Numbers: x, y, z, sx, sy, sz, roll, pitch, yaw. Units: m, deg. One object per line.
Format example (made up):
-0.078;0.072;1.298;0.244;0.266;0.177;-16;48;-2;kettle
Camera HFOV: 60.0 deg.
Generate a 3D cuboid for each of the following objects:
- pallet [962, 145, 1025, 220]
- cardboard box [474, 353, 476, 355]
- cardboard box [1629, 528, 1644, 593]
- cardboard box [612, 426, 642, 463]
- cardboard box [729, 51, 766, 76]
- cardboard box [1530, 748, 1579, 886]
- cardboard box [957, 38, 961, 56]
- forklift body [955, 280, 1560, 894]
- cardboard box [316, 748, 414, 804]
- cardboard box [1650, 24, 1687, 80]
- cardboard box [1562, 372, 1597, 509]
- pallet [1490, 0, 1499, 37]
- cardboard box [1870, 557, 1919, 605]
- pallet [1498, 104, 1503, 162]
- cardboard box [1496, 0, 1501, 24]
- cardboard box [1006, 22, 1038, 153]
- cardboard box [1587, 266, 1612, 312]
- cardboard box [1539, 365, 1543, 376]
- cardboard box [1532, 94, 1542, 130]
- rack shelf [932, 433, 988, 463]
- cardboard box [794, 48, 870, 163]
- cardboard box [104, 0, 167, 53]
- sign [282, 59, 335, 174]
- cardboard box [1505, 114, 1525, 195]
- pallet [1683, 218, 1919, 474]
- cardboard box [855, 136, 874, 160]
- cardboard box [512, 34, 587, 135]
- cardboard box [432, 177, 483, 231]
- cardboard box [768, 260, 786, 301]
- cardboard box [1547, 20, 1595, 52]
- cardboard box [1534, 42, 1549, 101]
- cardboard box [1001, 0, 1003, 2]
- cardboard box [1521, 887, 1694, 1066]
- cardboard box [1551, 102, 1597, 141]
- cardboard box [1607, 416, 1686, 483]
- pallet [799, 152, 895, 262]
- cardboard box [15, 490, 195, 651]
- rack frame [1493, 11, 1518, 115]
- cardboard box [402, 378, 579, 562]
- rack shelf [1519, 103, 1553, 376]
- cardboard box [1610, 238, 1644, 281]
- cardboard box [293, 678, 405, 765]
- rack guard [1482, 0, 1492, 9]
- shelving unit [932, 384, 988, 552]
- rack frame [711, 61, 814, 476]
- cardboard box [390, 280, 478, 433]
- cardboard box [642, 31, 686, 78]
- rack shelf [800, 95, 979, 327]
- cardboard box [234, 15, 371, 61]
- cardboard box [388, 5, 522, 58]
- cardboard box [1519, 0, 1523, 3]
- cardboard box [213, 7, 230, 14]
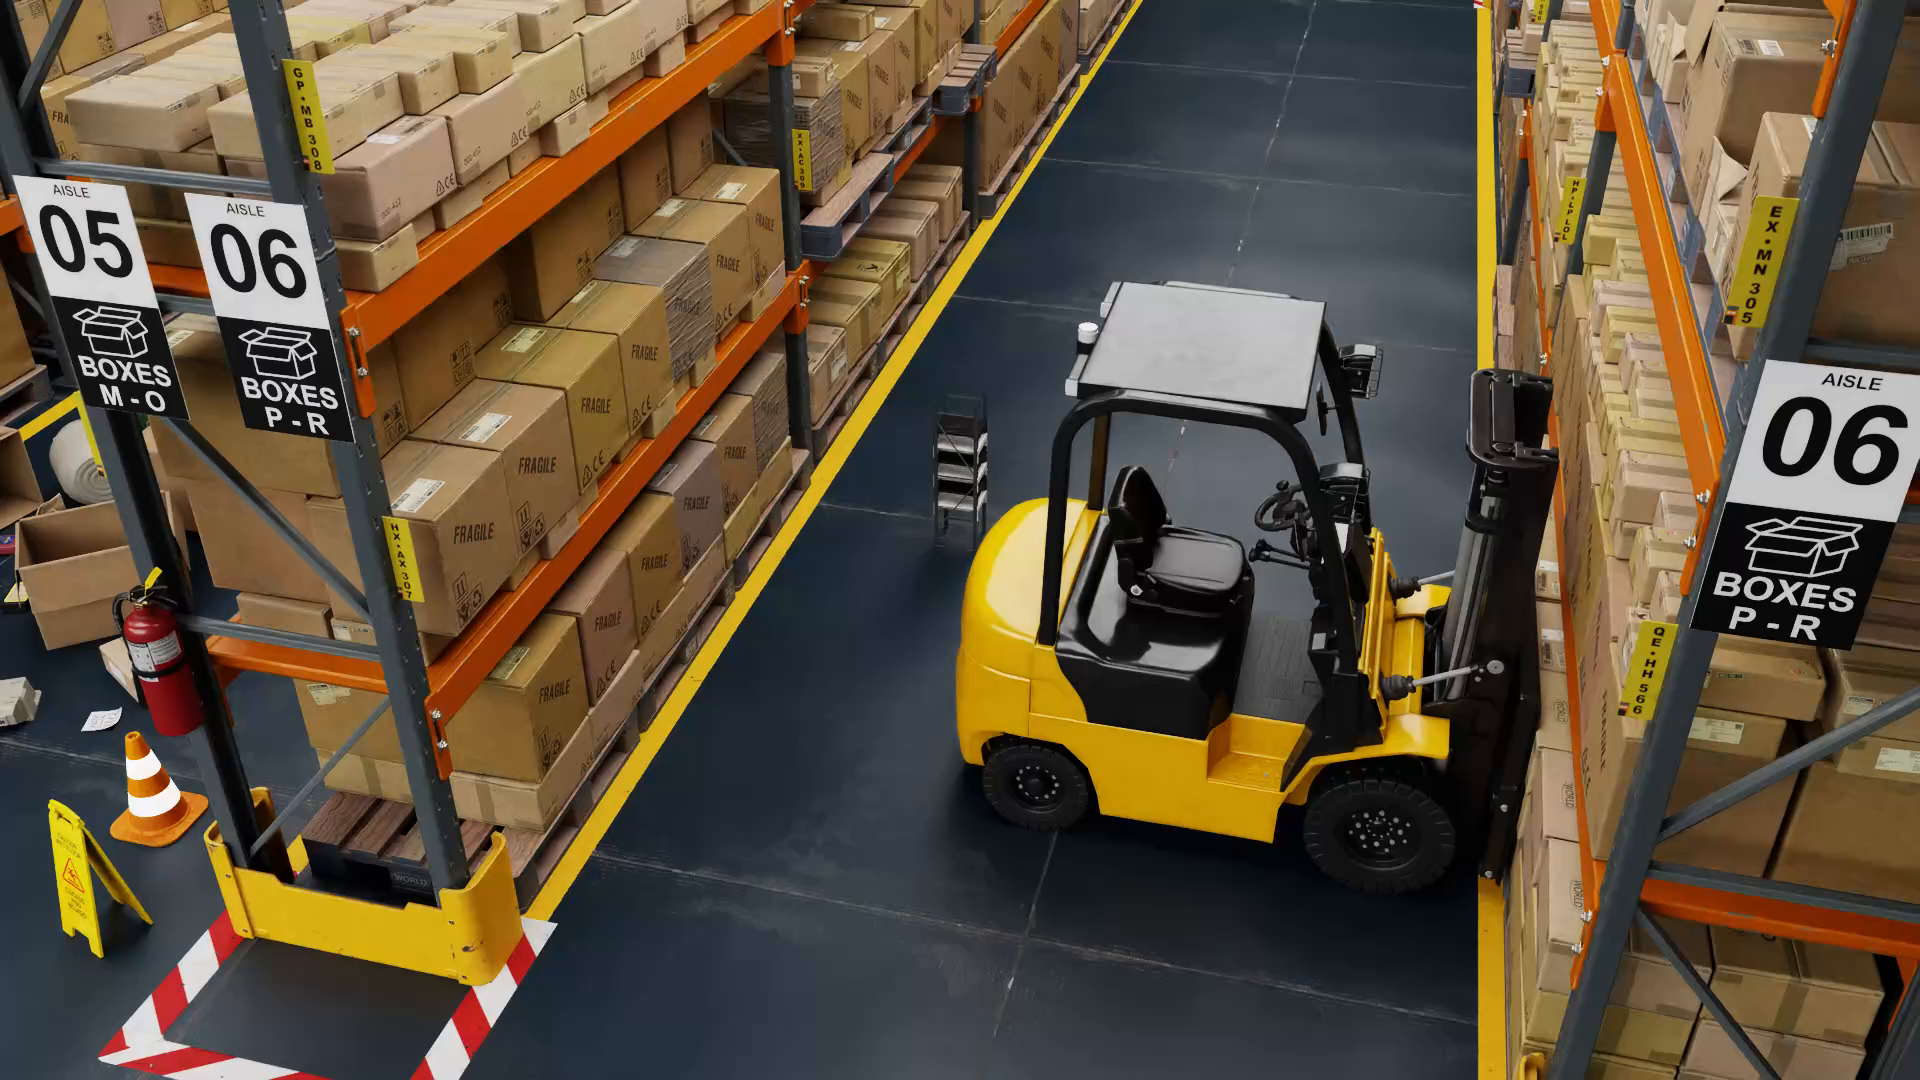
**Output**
-0.080;-3.016;13.797;1.003;0.211;1.213;8;33;12;pallet
-2.250;-0.648;7.102;0.500;0.500;0.500;8;33;12;cardboard box
2.471;0.107;5.587;0.380;0.149;0.250;8;33;12;cardboard box
-1.654;-0.486;7.453;0.380;0.149;0.250;7;33;11;cardboard box
-1.348;-2.591;9.769;0.500;0.500;0.500;8;33;13;cardboard box
2.358;1.045;6.049;0.500;0.250;0.500;9;33;13;cardboard box
-0.206;-3.514;11.824;0.380;0.149;0.250;9;33;13;cardboard box
1.136;0.157;6.998;2.313;2.155;1.214;8;33;12;forklift body
-2.432;0.872;7.254;0.500;0.250;0.500;8;33;12;cardboard box
2.832;-1.833;6.291;0.380;0.149;0.250;9;34;14;cardboard box
2.826;-0.356;6.921;0.500;0.500;0.500;8;33;12;cardboard box
6.259;-5.641;17.927;1.003;0.211;1.213;8;33;12;pallet
2.864;0.175;5.204;0.380;0.149;0.250;9;33;13;cardboard box
5.295;-3.592;14.703;1.003;0.211;1.213;8;33;12;pallet
5.978;-5.651;17.282;0.700;0.500;0.500;9;34;14;cardboard box
0.134;-3.884;14.152;0.875;0.875;0.875;8;33;13;cardboard box
3.035;-1.096;7.480;0.380;0.149;0.250;9;33;14;cardboard box
3.556;-0.492;9.049;0.875;0.625;0.625;9;34;15;cardboard box
4.101;-2.860;11.092;0.500;0.250;0.500;8;33;13;cardboard box
0.002;-0.508;8.937;0.258;0.077;0.200;8;33;12;rack shelf
-0.845;-2.527;9.668;0.500;0.500;0.500;8;33;13;cardboard box
-5.804;-3.592;11.078;0.700;0.500;0.500;8;33;13;cardboard box
-1.858;-1.203;4.736;0.100;0.325;0.005;8;33;12;sign
4.616;-3.021;13.145;0.500;0.500;0.500;9;34;14;cardboard box
2.624;-0.560;4.622;1.003;0.211;1.213;8;33;12;pallet
-0.746;-2.447;10.146;0.380;0.149;0.250;9;33;13;cardboard box
-1.753;-1.727;6.237;0.500;0.250;0.500;9;34;14;cardboard box
-1.904;-1.211;5.798;0.380;0.149;0.250;9;34;14;cardboard box
-1.154;-1.404;8.896;0.380;0.149;0.250;8;33;12;cardboard box
4.084;-3.311;10.964;0.380;0.149;0.250;9;34;14;cardboard box
4.077;-3.074;10.963;0.500;0.250;0.500;8;33;12;cardboard box
0.147;-4.439;13.110;0.500;0.250;0.500;9;33;14;cardboard box
2.241;1.508;5.787;0.500;0.250;0.500;8;33;12;cardboard box
3.594;-2.383;9.505;0.380;0.149;0.250;7;33;11;cardboard box
2.533;-0.301;5.952;0.380;0.149;0.250;9;33;13;cardboard box
-1.033;-2.014;9.801;1.003;0.211;1.213;8;33;12;pallet
-4.386;0.155;8.537;0.797;0.503;0.637;-14;35;-21;cardboard box
5.465;-5.196;14.627;1.000;3.000;0.127;8;33;12;rack frame
-1.866;-0.287;6.536;0.500;0.500;0.500;9;34;14;cardboard box
3.942;-1.779;9.922;1.077;0.370;4.000;8;33;12;rack shelf
3.105;-1.210;7.383;0.380;0.149;0.250;9;33;13;cardboard box
-2.432;0.573;7.025;0.500;0.500;0.500;8;33;13;cardboard box
6.461;-6.177;18.501;1.175;0.500;0.348;8;33;12;rack guard
0.002;-0.384;9.015;0.258;0.900;0.210;8;33;12;shelving unit
-1.368;-1.718;9.157;1.000;3.000;0.127;8;33;12;rack frame
-2.329;-0.788;6.392;0.700;0.500;0.500;8;33;13;cardboard box
-1.428;-2.141;7.259;0.380;0.149;0.250;9;34;14;cardboard box
-0.860;-2.452;10.982;1.077;0.370;4.000;8;33;12;rack shelf
-2.319;-1.743;5.890;0.380;0.149;0.250;8;33;13;cardboard box
-1.818;-1.811;5.998;0.380;0.149;0.250;8;33;12;cardboard box
4.795;-4.519;13.077;0.700;0.500;0.500;8;33;12;cardboard box
-5.276;-3.669;12.132;0.500;0.500;0.500;7;33;12;cardboard box
